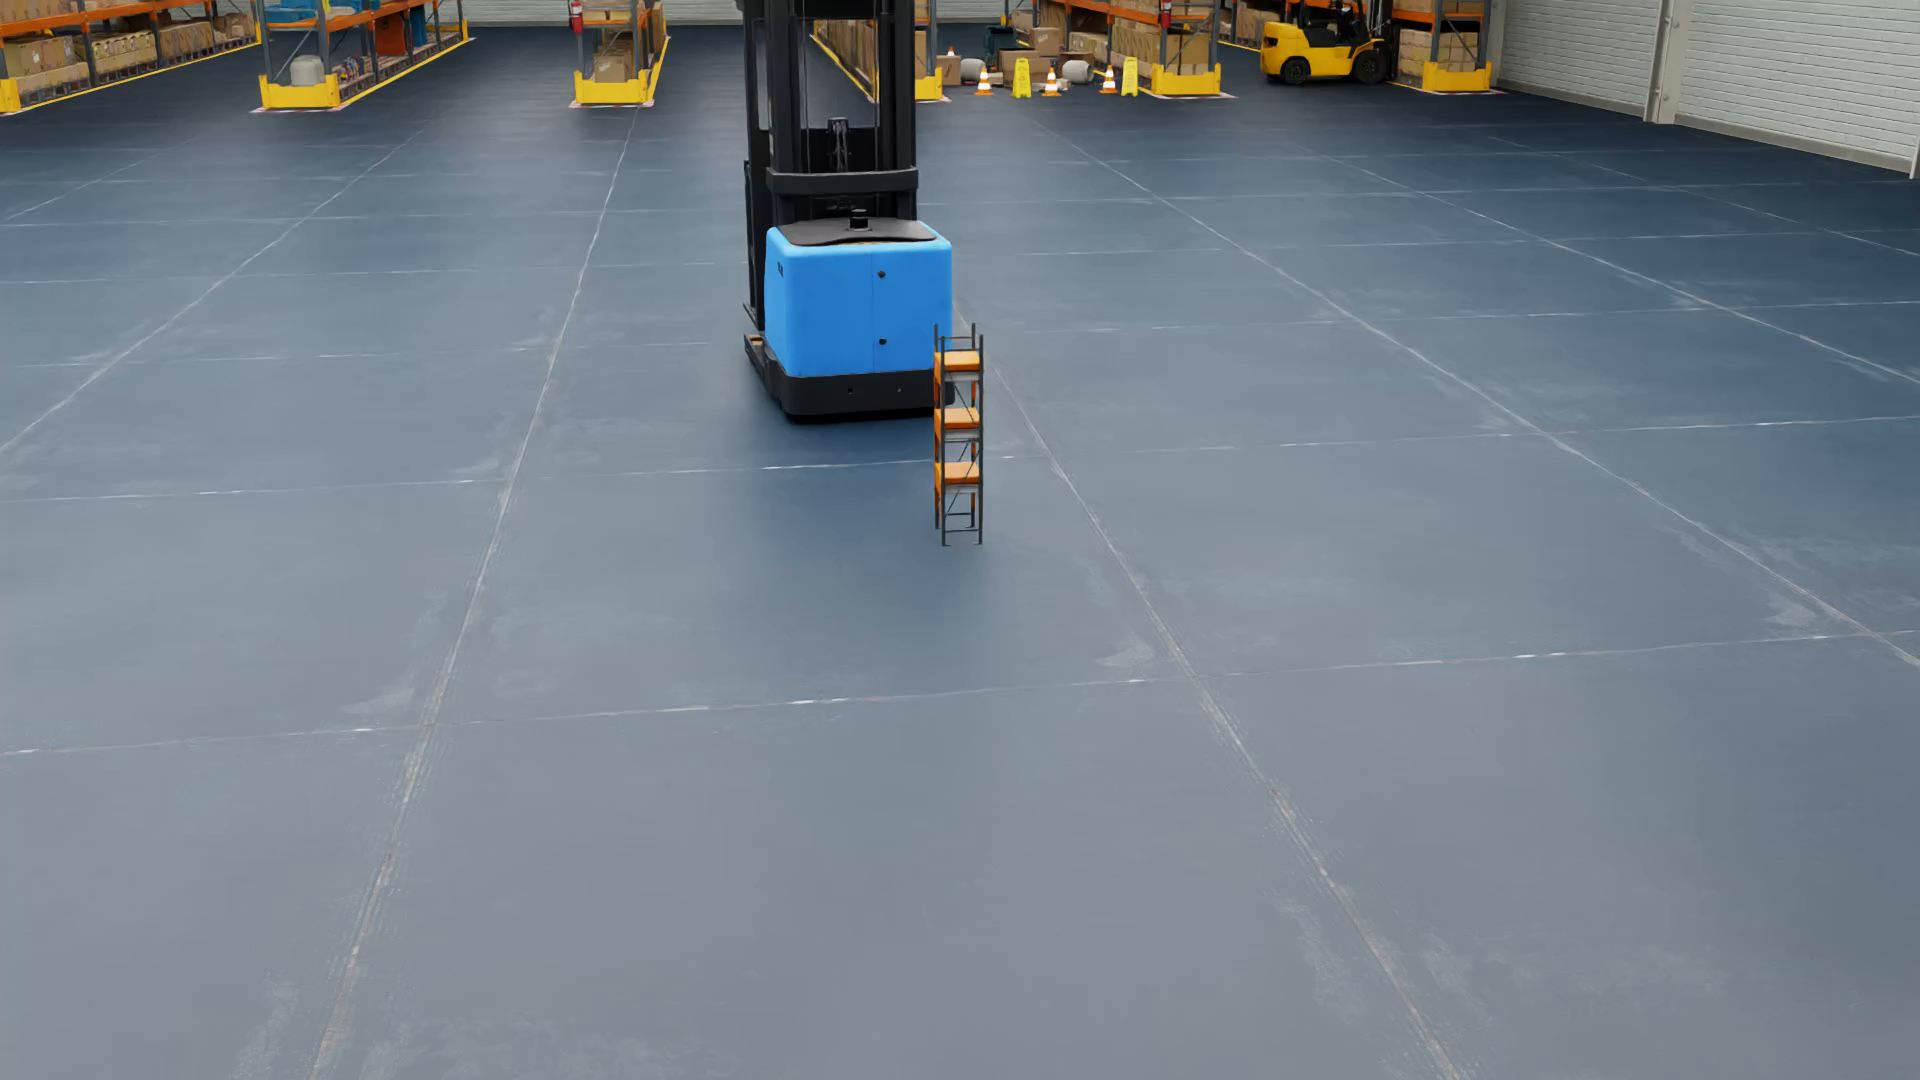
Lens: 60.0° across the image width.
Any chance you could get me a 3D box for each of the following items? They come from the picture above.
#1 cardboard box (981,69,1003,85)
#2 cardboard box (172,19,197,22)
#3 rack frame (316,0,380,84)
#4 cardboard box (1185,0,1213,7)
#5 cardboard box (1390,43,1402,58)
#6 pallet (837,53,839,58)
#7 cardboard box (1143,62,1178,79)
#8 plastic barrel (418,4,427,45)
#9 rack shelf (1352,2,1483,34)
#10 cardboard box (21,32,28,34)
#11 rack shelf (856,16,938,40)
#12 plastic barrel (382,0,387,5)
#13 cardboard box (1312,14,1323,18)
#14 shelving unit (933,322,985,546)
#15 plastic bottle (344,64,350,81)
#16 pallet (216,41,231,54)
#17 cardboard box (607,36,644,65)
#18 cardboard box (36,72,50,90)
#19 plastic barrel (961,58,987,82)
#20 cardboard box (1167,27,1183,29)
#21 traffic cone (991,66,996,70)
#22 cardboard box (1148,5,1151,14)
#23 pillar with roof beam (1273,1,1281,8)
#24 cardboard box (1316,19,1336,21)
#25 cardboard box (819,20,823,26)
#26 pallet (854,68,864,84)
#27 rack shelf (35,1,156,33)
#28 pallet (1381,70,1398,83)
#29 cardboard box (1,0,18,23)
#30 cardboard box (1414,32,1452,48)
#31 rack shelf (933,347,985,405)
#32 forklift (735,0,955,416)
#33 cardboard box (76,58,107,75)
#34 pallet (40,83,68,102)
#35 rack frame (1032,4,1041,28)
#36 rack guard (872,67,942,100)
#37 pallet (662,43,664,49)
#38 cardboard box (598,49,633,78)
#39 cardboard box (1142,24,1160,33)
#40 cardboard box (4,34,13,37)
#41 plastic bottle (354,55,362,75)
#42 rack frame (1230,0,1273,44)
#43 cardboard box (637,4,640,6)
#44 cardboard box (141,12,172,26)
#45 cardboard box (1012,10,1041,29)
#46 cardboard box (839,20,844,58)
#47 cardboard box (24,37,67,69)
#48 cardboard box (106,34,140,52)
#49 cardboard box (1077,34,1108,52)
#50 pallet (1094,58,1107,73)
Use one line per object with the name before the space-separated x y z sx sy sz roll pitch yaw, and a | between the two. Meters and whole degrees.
cardboard box | 0.590 -8.561 30.758 0.396 0.266 0.258 1 20 2
cardboard box | -17.722 -11.618 37.980 0.500 0.500 0.500 -3 21 -8
rack frame | -11.304 -9.879 30.380 1.000 3.000 0.127 -3 21 -8
cardboard box | 4.186 -9.608 29.086 0.500 0.500 0.500 -3 21 -9
cardboard box | 8.355 -9.143 31.024 0.500 0.250 0.500 -3 21 -9
pallet | -2.168 -10.693 36.545 1.003 0.211 1.213 -3 21 -8
cardboard box | 3.594 -8.427 29.821 0.500 0.250 0.500 -3 21 -8
plastic barrel | -12.396 -11.673 37.583 0.600 0.901 0.708 -3 21 -8
rack shelf | 8.603 -9.851 31.332 1.077 0.370 4.000 -3 21 -8
cardboard box | -22.565 -12.149 39.430 0.700 0.500 0.500 -3 21 -8
rack shelf | -1.192 -9.315 29.896 1.077 0.370 4.000 -3 21 -8
plastic barrel | -11.393 -10.689 32.354 0.433 0.535 0.433 0 20 0
cardboard box | 7.971 -11.791 37.544 0.380 0.149 0.250 -2 21 -5
shelving unit | -0.008 -0.510 8.082 0.215 1.050 0.252 -3 21 -8
plastic bottle | -10.695 -8.151 29.005 0.061 0.283 0.133 -3 21 -7
pallet | -17.458 -11.332 38.255 1.003 0.211 1.213 -3 21 -8
cardboard box | -6.520 -9.544 32.426 0.700 0.500 0.500 -3 21 -8
cardboard box | -15.634 -7.697 27.867 0.500 0.250 0.500 -3 21 -8
plastic barrel | 0.201 -8.822 31.231 0.512 0.421 0.421 12 24 30
cardboard box | 3.904 -9.345 31.207 0.500 0.500 0.500 -2 21 -5
traffic cone | 0.808 -9.849 33.925 0.336 0.463 0.334 -3 21 -8
cardboard box | 3.552 -9.417 29.501 0.380 0.149 0.250 -3 21 -9
pillar with roof beam | 3.693 -16.530 39.613 9.100 9.000 0.400 -3 21 -8
cardboard box | 7.917 -10.907 35.926 0.875 0.625 0.625 -2 21 -6
cardboard box | -3.352 -13.033 41.873 0.380 0.149 0.250 -2 21 -6
pallet | -1.448 -8.771 31.397 1.003 0.211 1.213 -3 21 -8
rack shelf | -16.495 -9.986 31.694 1.077 0.370 4.000 -3 21 -8
pallet | 8.567 -8.873 31.672 1.003 0.211 1.213 -3 21 -8
cardboard box | -15.765 -8.636 26.909 0.700 0.500 0.500 -2 21 -6
cardboard box | 8.516 -9.016 29.970 0.500 0.250 0.500 -2 21 -6
rack shelf | -0.008 -0.766 7.986 0.215 0.259 0.240 -3 21 -8
forklift | -0.887 -2.605 11.001 1.130 2.935 3.031 -5 21 -13
cardboard box | -16.019 -8.691 30.529 0.500 0.250 0.500 -3 21 -9
pallet | -15.954 -7.624 28.326 1.003 0.211 1.213 -3 21 -8
rack frame | 2.250 -13.399 39.803 1.000 3.000 0.127 -3 21 -8
rack guard | -0.900 -7.780 28.332 1.175 0.500 0.348 -3 21 -8
pallet | -7.588 -11.860 39.668 1.003 0.211 1.213 -3 21 -8
cardboard box | -6.091 -8.410 29.418 0.500 0.500 0.500 -1 21 -3
cardboard box | 3.487 -9.196 29.880 0.380 0.149 0.250 -2 21 -6
cardboard box | -22.408 -11.791 38.471 0.700 0.500 0.500 -2 21 -6
plastic bottle | -10.898 -8.569 30.030 0.144 0.351 0.185 -4 21 -10
rack frame | 7.162 -13.650 40.476 1.000 3.000 0.127 -3 21 -8
cardboard box | -5.879 -9.432 29.540 0.380 0.149 0.250 -3 21 -8
cardboard box | -17.387 -11.261 35.951 0.500 0.250 0.500 -3 21 -8
cardboard box | 1.868 -13.557 43.287 0.875 0.438 0.875 -4 21 -10
cardboard box | -1.929 -10.354 34.266 1.050 0.750 0.750 -3 21 -7
cardboard box | -15.787 -8.394 28.662 0.500 0.500 0.500 -3 21 -8
cardboard box | -16.312 -9.663 32.330 0.500 0.311 0.500 -3 21 -8
cardboard box | 3.013 -10.528 35.273 0.950 0.372 0.625 -3 21 -9
pallet | 3.290 -9.592 33.596 1.003 0.211 1.213 -3 21 -8
